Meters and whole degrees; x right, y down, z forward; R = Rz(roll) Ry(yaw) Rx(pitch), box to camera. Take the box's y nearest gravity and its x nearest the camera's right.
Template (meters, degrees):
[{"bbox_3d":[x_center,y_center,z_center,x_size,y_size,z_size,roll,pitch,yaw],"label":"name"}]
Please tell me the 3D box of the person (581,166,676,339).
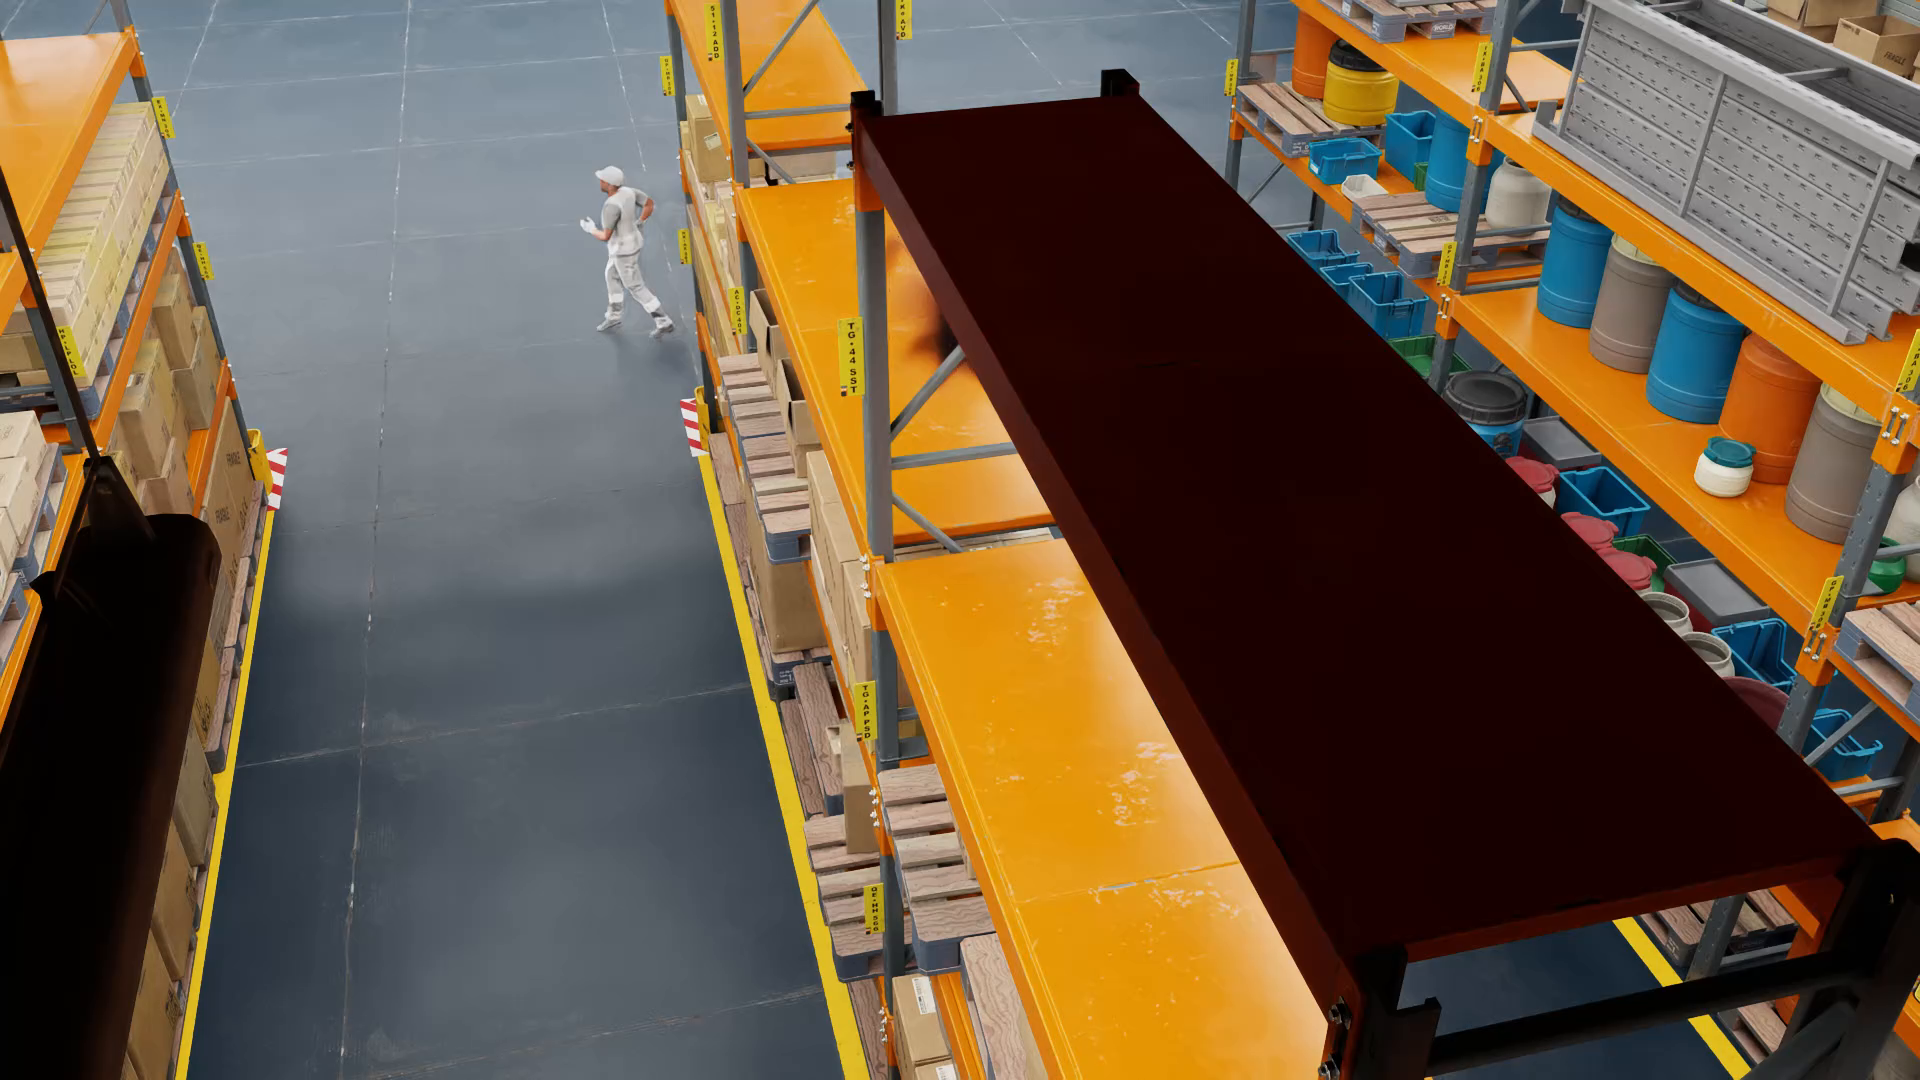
[{"bbox_3d":[-3.324,-2.886,16.713,0.921,1.821,0.723,8,35,11],"label":"person"}]
